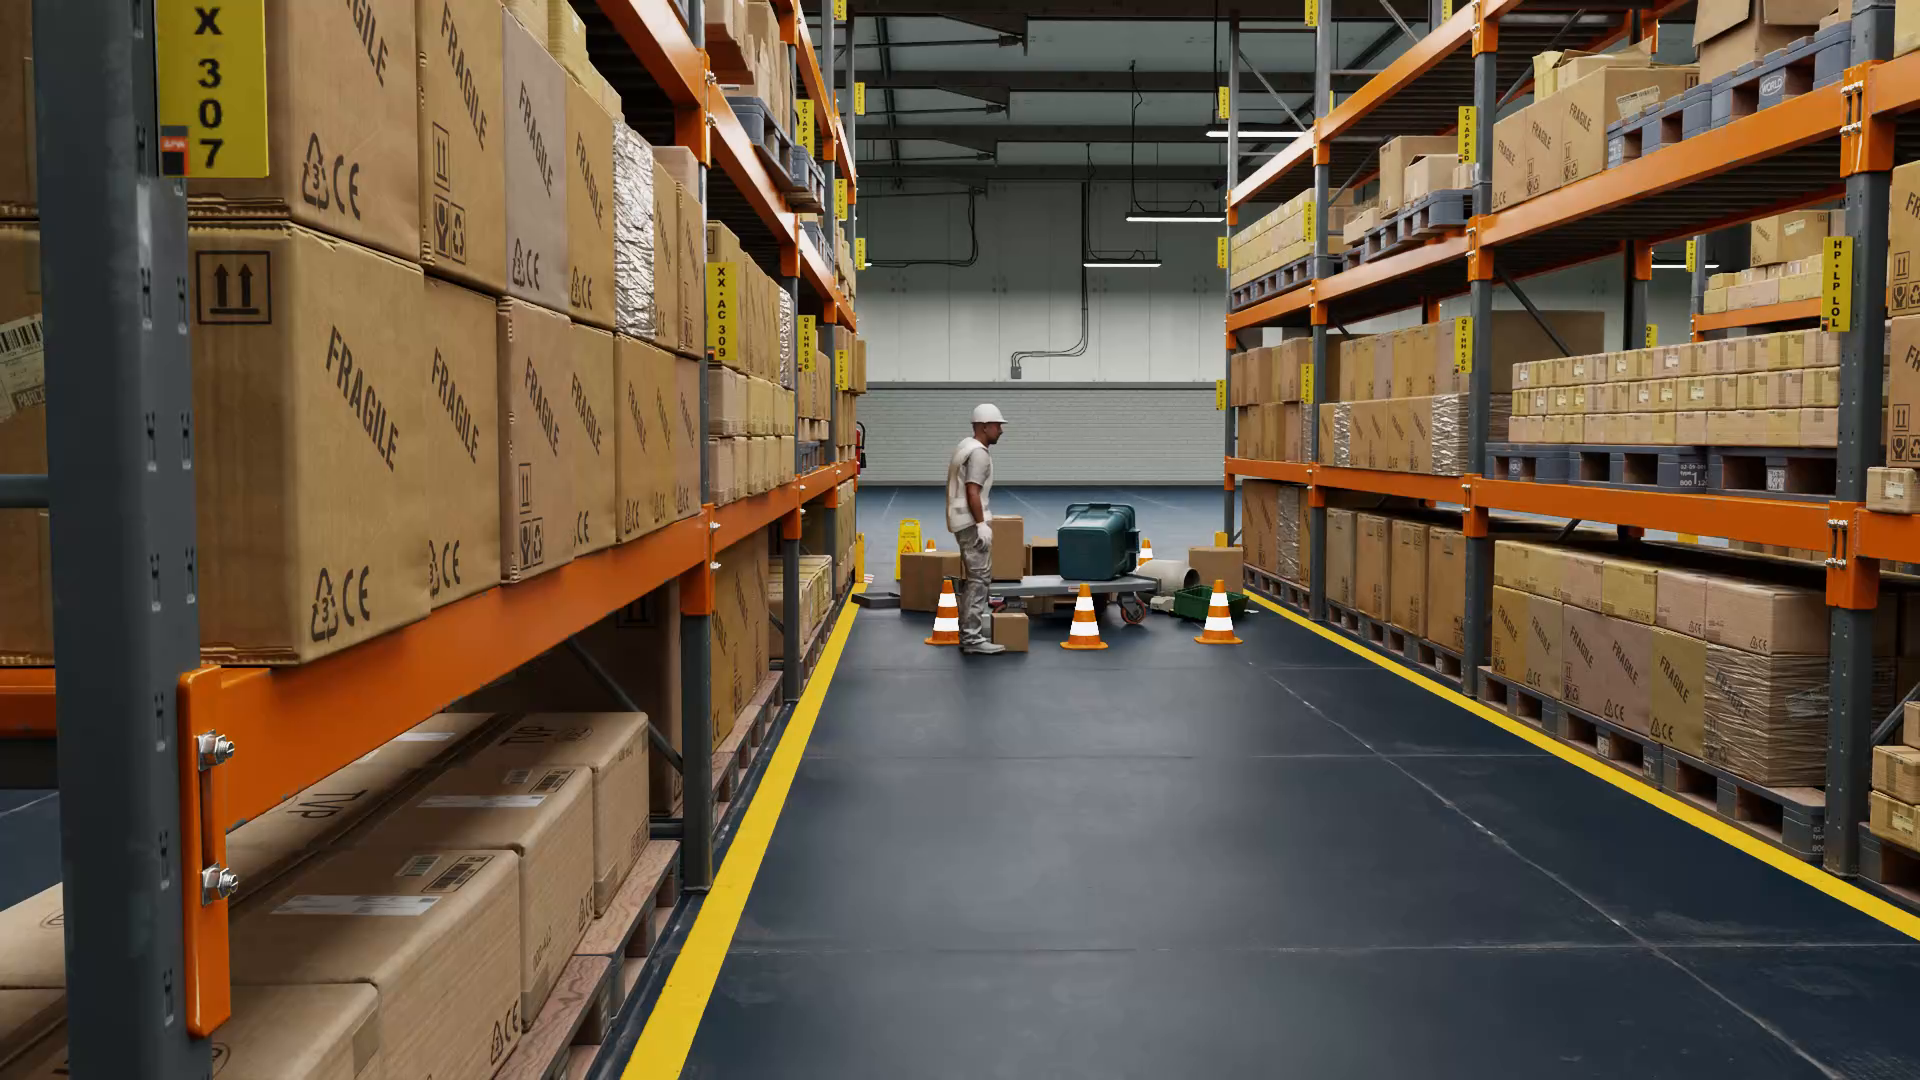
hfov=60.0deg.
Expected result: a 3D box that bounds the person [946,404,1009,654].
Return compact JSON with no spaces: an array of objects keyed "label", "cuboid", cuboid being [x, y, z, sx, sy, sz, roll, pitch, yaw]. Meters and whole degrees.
[{"label":"person","cuboid":[0.129,-0.088,11.961,0.450,1.774,0.617,0,4,-3]}]
